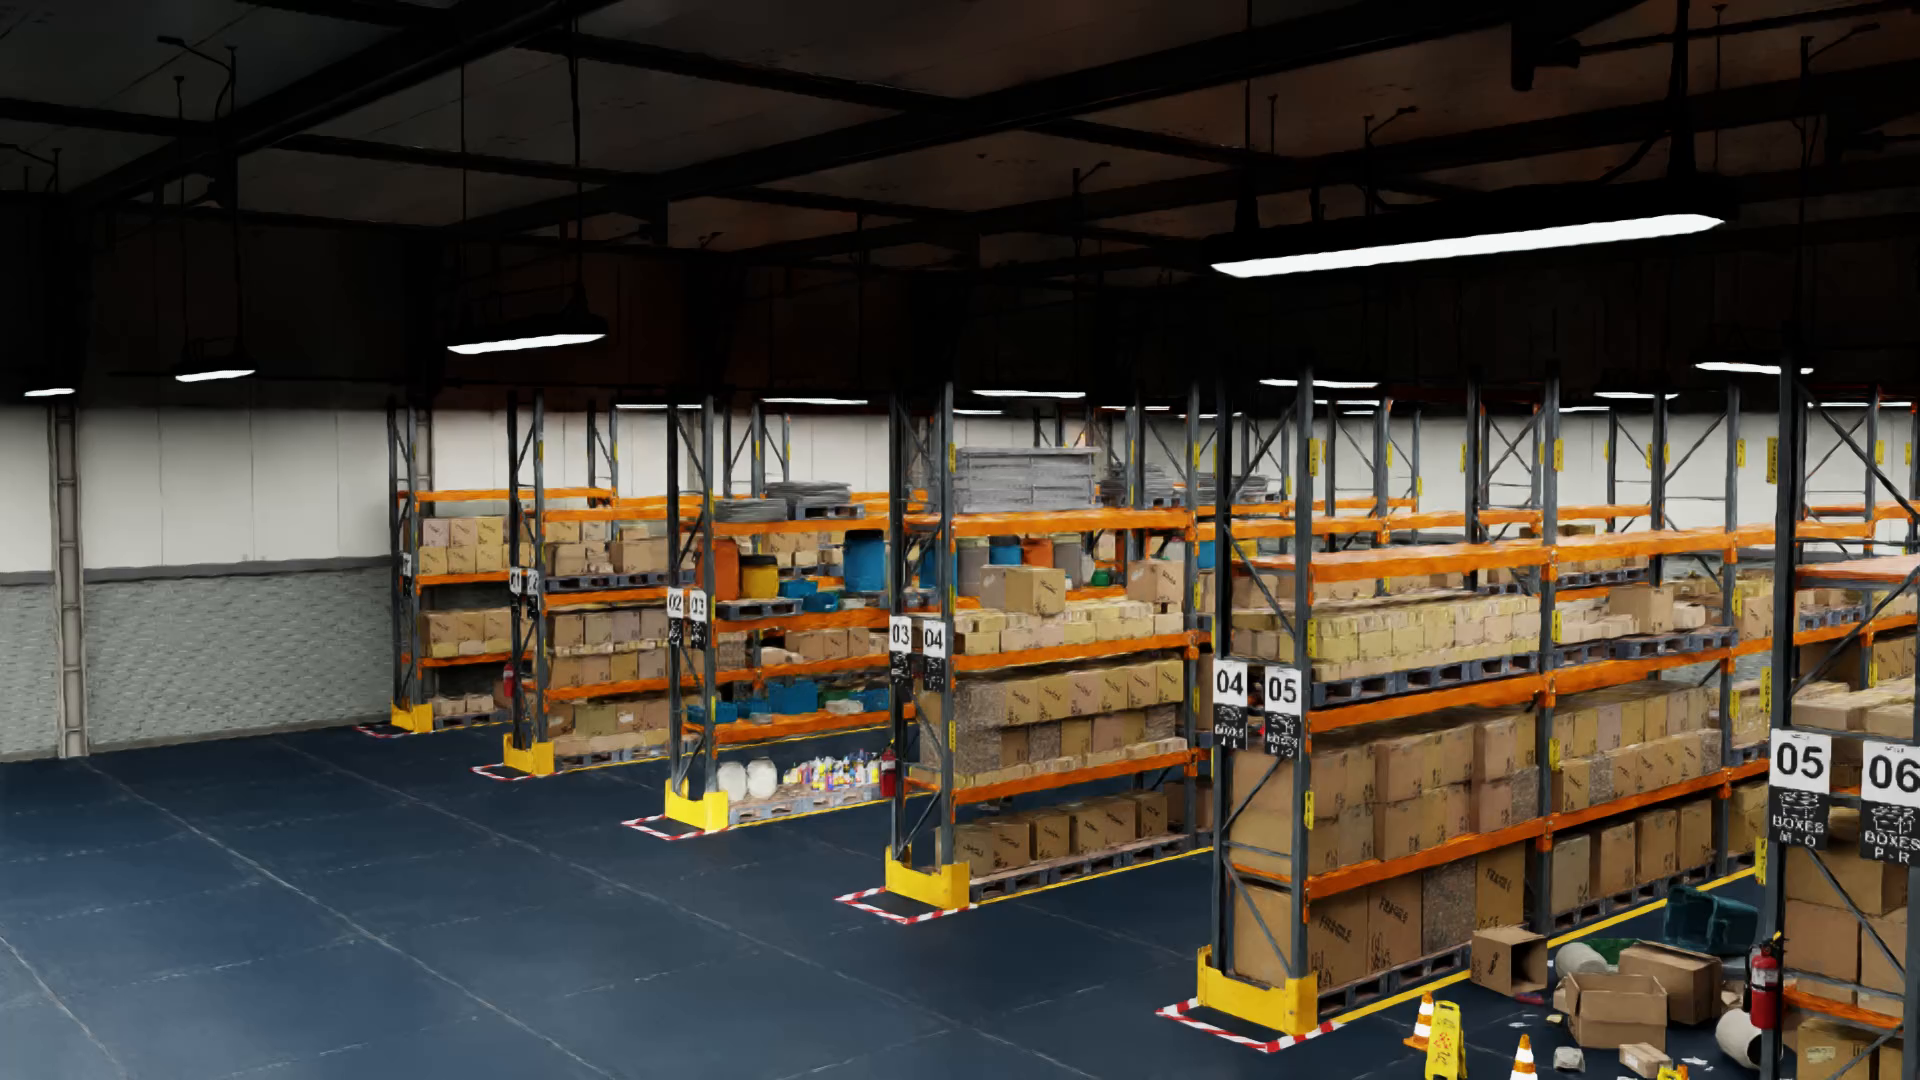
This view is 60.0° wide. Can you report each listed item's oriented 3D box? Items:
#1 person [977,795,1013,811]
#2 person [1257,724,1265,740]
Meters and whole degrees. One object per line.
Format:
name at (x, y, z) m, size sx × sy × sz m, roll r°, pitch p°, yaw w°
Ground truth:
person at (0.564, 2.891, 23.414) m, size 0.678 × 1.773 × 0.630 m, roll -1°, pitch 3°, yaw -10°
person at (3.825, 3.097, 20.506) m, size 1.123 × 1.708 × 0.553 m, roll -3°, pitch 4°, yaw -38°
